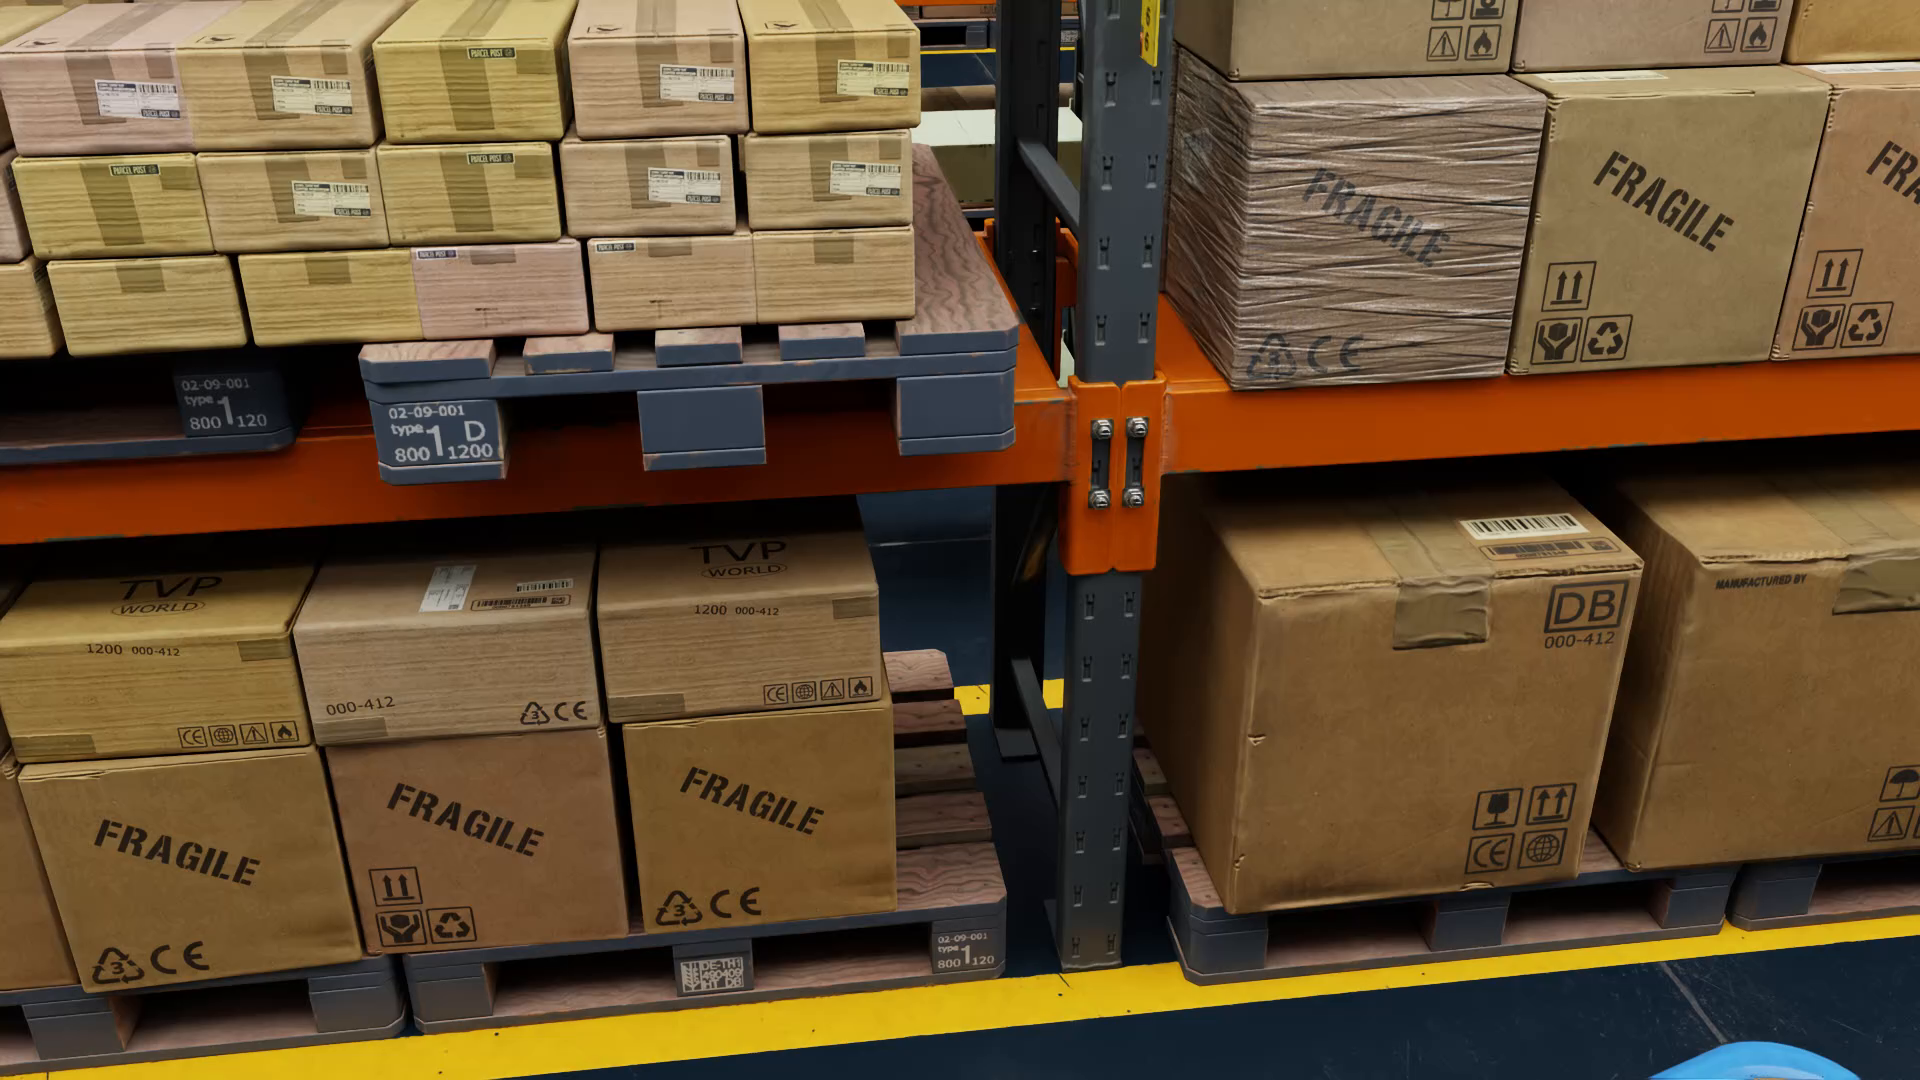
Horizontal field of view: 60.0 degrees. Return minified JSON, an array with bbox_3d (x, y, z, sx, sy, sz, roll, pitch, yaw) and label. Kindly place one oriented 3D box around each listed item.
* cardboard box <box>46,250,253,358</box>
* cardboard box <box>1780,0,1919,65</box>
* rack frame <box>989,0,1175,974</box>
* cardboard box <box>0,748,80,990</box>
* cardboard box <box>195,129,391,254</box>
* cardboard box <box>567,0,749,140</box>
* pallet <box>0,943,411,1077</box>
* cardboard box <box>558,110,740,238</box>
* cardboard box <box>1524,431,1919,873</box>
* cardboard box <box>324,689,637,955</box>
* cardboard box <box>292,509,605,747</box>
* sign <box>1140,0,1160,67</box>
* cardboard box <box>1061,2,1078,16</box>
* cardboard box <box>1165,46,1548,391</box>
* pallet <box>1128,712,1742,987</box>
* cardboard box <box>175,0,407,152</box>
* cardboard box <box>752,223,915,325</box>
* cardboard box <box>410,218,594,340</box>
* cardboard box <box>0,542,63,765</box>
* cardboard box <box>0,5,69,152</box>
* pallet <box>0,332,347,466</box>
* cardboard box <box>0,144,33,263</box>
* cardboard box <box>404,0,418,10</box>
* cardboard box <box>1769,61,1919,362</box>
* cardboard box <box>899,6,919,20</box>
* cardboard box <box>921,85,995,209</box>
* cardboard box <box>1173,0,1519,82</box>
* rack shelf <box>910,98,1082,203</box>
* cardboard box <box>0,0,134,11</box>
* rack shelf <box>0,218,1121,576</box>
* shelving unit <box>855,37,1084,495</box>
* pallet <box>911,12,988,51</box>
[{"bbox_3d":[-1.231,-0.429,2.615,0.250,0.149,0.380,-5,28,-9],"label":"cardboard box"},{"bbox_3d":[1.662,-1.236,3.168,0.500,0.500,0.700,-4,27,-8],"label":"cardboard box"},{"bbox_3d":[0.207,-0.656,3.243,0.127,3.000,1.000,-4,27,-7],"label":"rack frame"},{"bbox_3d":[-1.944,0.523,3.224,0.500,0.500,0.500,-3,27,-6],"label":"cardboard box"},{"bbox_3d":[-0.990,-0.575,2.574,0.250,0.149,0.380,-4,27,-7],"label":"cardboard box"},{"bbox_3d":[-0.463,-0.743,2.575,0.250,0.149,0.380,-4,27,-8],"label":"cardboard box"},{"bbox_3d":[-1.772,0.710,3.636,1.213,0.211,1.003,-4,27,-7],"label":"pallet"},{"bbox_3d":[-0.482,-0.609,2.640,0.250,0.149,0.380,-3,27,-5],"label":"cardboard box"},{"bbox_3d":[1.688,0.103,3.769,0.750,0.750,1.050,-3,27,-6],"label":"cardboard box"},{"bbox_3d":[-0.922,0.460,3.345,0.500,0.500,0.500,-3,27,-5],"label":"cardboard box"},{"bbox_3d":[-0.932,0.134,3.159,0.500,0.250,0.500,-3,27,-6],"label":"cardboard box"},{"bbox_3d":[0.292,-0.891,2.520,0.005,0.325,0.100,-4,27,-7],"label":"sign"},{"bbox_3d":[0.655,-4.383,12.648,0.625,0.625,0.875,-5,28,-9],"label":"cardboard box"},{"bbox_3d":[0.690,-0.607,3.038,0.500,0.500,0.500,-3,27,-7],"label":"cardboard box"},{"bbox_3d":[0.999,0.568,3.911,1.213,0.211,1.003,-4,27,-7],"label":"pallet"},{"bbox_3d":[-0.986,-0.707,2.506,0.250,0.149,0.380,-3,27,-6],"label":"cardboard box"},{"bbox_3d":[-0.217,-0.492,2.739,0.250,0.149,0.380,-3,27,-6],"label":"cardboard box"},{"bbox_3d":[-0.718,-0.461,2.677,0.250,0.149,0.380,-3,27,-6],"label":"cardboard box"},{"bbox_3d":[-1.952,0.197,3.037,0.500,0.250,0.500,-3,27,-5],"label":"cardboard box"},{"bbox_3d":[-1.495,-0.676,2.446,0.250,0.149,0.380,-2,27,-5],"label":"cardboard box"},{"bbox_3d":[-1.747,-0.427,3.006,1.213,0.211,1.003,-4,27,-7],"label":"pallet"},{"bbox_3d":[-1.495,-0.543,2.513,0.250,0.149,0.380,-3,27,-6],"label":"cardboard box"},{"bbox_3d":[-1.049,-1.006,3.088,0.250,0.149,0.380,-5,28,-9],"label":"cardboard box"},{"bbox_3d":[1.692,-0.673,3.166,0.500,0.500,0.500,-4,27,-7],"label":"cardboard box"},{"bbox_3d":[-0.658,-4.295,12.476,0.625,0.625,0.875,-3,27,-5],"label":"cardboard box"},{"bbox_3d":[-0.021,-1.937,8.157,0.625,0.372,0.950,-5,28,-11],"label":"cardboard box"},{"bbox_3d":[0.653,-1.170,3.039,0.500,0.500,0.700,-4,27,-7],"label":"cardboard box"},{"bbox_3d":[0.007,-1.015,4.730,0.720,0.370,0.431,-4,27,-7],"label":"rack shelf"},{"bbox_3d":[-1.579,-0.970,3.018,0.250,0.149,0.380,-3,27,-6],"label":"cardboard box"},{"bbox_3d":[-1.773,-0.209,3.160,4.000,0.370,1.077,-4,27,-7],"label":"rack shelf"},{"bbox_3d":[0.007,-0.668,4.908,0.755,1.500,0.431,-4,27,-7],"label":"shelving unit"},{"bbox_3d":[-0.457,-3.925,12.669,1.213,0.211,1.003,-4,27,-7],"label":"pallet"}]
